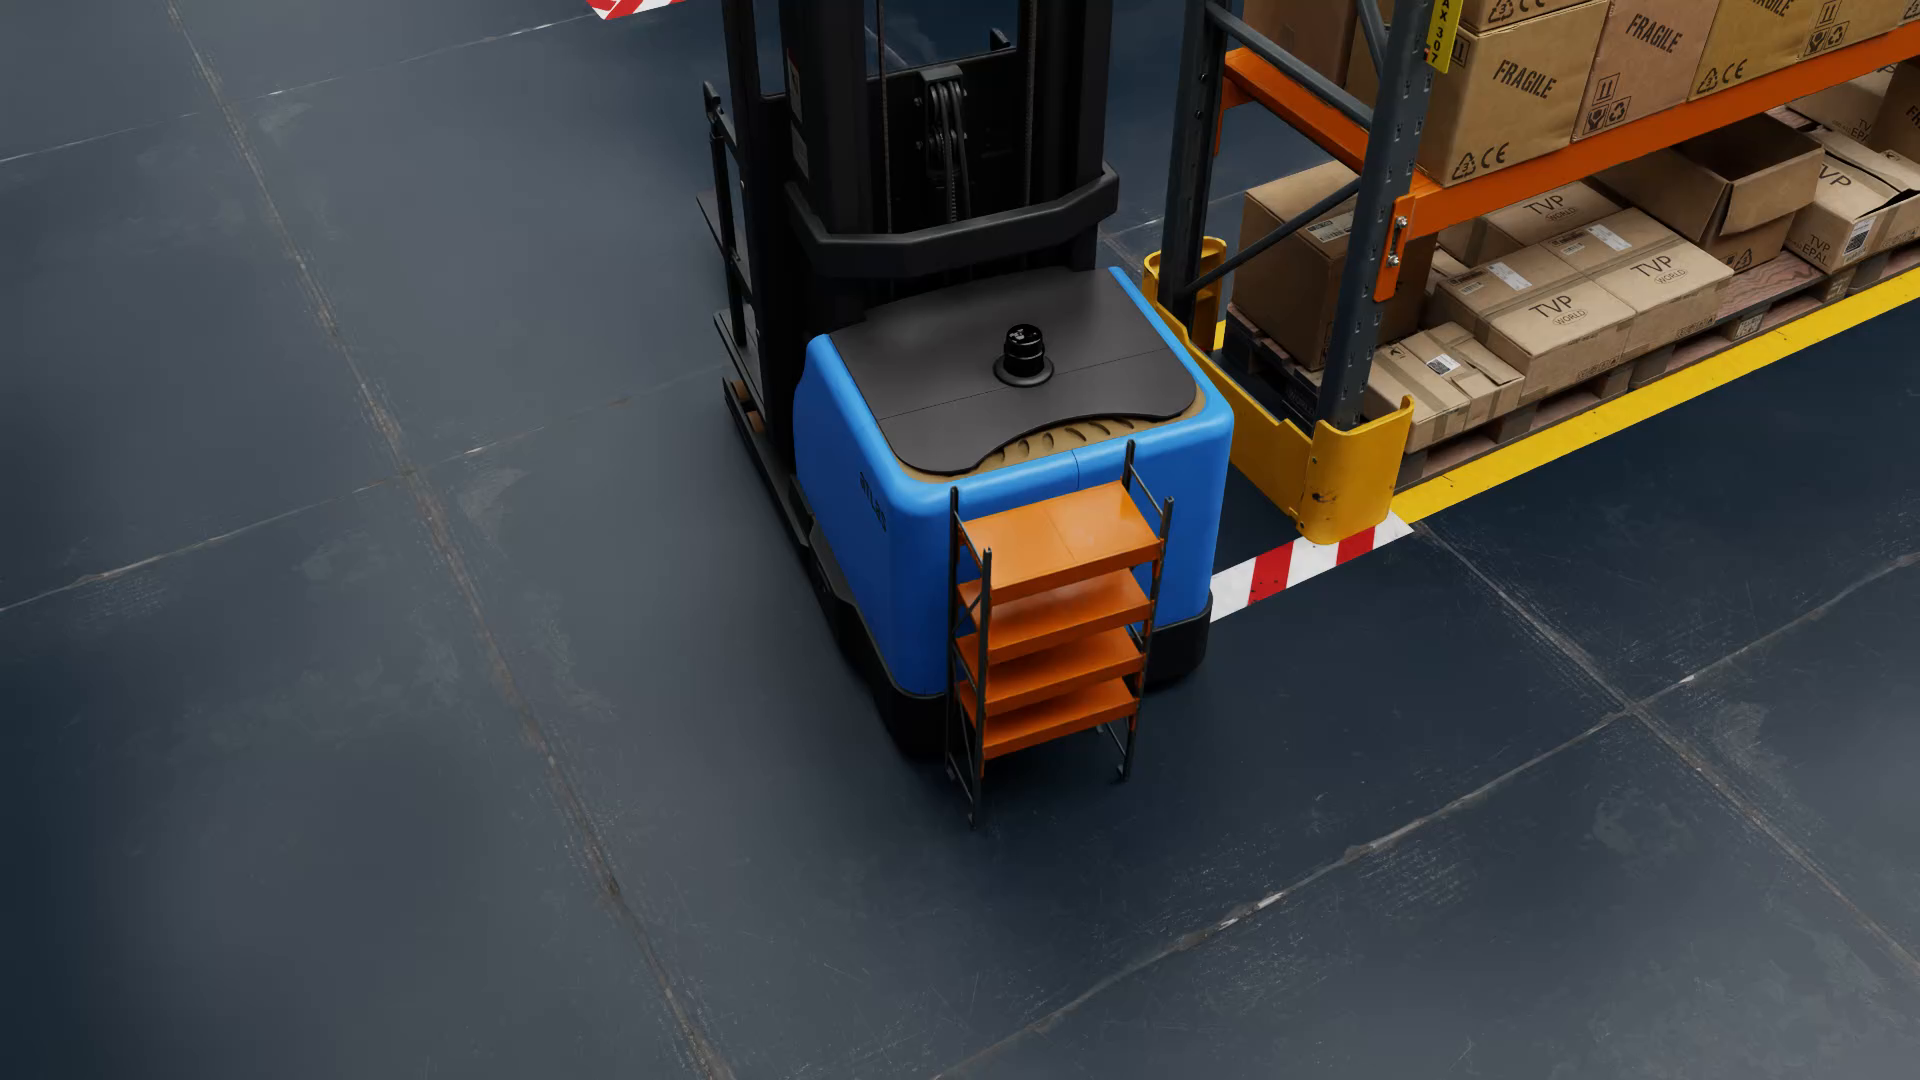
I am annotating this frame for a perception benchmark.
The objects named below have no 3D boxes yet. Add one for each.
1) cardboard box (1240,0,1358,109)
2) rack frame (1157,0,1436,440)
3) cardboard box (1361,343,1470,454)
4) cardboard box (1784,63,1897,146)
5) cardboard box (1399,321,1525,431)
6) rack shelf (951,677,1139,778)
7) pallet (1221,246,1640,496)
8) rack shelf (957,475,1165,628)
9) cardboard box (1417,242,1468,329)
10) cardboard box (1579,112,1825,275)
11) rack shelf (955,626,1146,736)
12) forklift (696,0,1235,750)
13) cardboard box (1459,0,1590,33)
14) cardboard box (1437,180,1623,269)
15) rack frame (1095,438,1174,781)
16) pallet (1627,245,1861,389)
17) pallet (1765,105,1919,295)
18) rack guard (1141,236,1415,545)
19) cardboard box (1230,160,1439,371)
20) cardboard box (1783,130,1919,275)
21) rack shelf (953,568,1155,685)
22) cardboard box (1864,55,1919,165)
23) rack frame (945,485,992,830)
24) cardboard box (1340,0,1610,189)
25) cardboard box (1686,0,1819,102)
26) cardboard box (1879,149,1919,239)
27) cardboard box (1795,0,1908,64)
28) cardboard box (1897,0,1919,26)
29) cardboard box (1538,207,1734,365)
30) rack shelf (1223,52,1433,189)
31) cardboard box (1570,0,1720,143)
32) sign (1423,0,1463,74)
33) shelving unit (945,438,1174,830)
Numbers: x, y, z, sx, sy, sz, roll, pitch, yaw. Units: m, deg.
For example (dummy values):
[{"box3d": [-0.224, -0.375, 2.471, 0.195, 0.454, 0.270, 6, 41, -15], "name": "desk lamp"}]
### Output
[{"box3d": [1.276, -1.783, 5.362, 0.500, 0.500, 0.500, -20, 48, -20], "name": "cardboard box"}, {"box3d": [1.024, -1.428, 5.067, 0.127, 3.000, 1.000, -22, 48, -21], "name": "rack frame"}, {"box3d": [1.558, -0.500, 5.843, 0.250, 0.149, 0.380, -22, 48, -21], "name": "cardboard box"}, {"box3d": [4.020, -1.993, 7.265, 0.500, 0.311, 0.500, -22, 48, -21], "name": "cardboard box"}, {"box3d": [1.775, -0.593, 5.926, 0.250, 0.166, 0.380, -22, 48, -21], "name": "cardboard box"}, {"box3d": [0.238, 0.475, 4.770, 0.480, 0.148, 0.258, -15, 49, -15], "name": "rack shelf"}, {"box3d": [1.780, -0.730, 6.351, 1.213, 0.211, 1.003, -22, 48, -21], "name": "pallet"}, {"box3d": [0.250, 0.026, 4.289, 0.480, 0.148, 0.258, -15, 49, -15], "name": "rack shelf"}, {"box3d": [1.768, -0.992, 6.337, 0.250, 0.166, 0.380, -22, 48, -21], "name": "cardboard box"}, {"box3d": [2.865, -1.422, 6.539, 0.637, 0.503, 0.797, -22, 48, -21], "name": "cardboard box"}, {"box3d": [0.241, 0.340, 4.625, 0.480, 0.148, 0.258, -15, 49, -15], "name": "rack shelf"}, {"box3d": [-0.230, -1.461, 5.150, 1.130, 2.935, 3.031, -15, 46, -15], "name": "forklift"}, {"box3d": [1.540, -1.817, 4.679, 0.500, 0.500, 0.500, -20, 48, -20], "name": "cardboard box"}, {"box3d": [2.211, -1.248, 6.540, 0.500, 0.250, 0.500, -22, 48, -21], "name": "cardboard box"}, {"box3d": [0.470, 0.232, 4.640, 0.015, 1.200, 0.240, -15, 49, -15], "name": "rack frame"}, {"box3d": [2.837, -1.151, 6.784, 1.213, 0.211, 1.003, -22, 48, -21], "name": "pallet"}, {"box3d": [3.896, -1.577, 7.223, 1.213, 0.211, 1.003, -22, 48, -21], "name": "pallet"}, {"box3d": [1.089, -0.557, 5.965, 0.348, 0.500, 1.175, -22, 48, -21], "name": "rack guard"}, {"box3d": [1.372, -1.026, 6.132, 0.500, 0.500, 0.500, -22, 48, -21], "name": "cardboard box"}, {"box3d": [3.489, -1.379, 6.632, 0.500, 0.311, 0.500, -22, 48, -21], "name": "cardboard box"}, {"box3d": [0.246, 0.187, 4.462, 0.480, 0.148, 0.258, -15, 49, -15], "name": "rack shelf"}, {"box3d": [4.139, -1.707, 6.834, 0.500, 0.500, 0.500, -22, 48, -21], "name": "cardboard box"}, {"box3d": [0.016, 0.356, 4.512, 0.015, 1.200, 0.240, -15, 49, -15], "name": "rack frame"}, {"box3d": [1.540, -1.458, 5.027, 0.500, 0.500, 0.500, -21, 48, -20], "name": "cardboard box"}, {"box3d": [2.421, -1.813, 5.392, 0.500, 0.500, 0.500, -22, 48, -21], "name": "cardboard box"}, {"box3d": [3.844, -1.415, 6.785, 0.250, 0.149, 0.380, -22, 48, -21], "name": "cardboard box"}, {"box3d": [2.855, -1.985, 5.570, 0.500, 0.500, 0.500, -21, 48, -20], "name": "cardboard box"}, {"box3d": [3.296, -2.164, 5.754, 0.500, 0.500, 0.500, -21, 48, -20], "name": "cardboard box"}, {"box3d": [2.503, -0.963, 6.247, 0.500, 0.250, 0.500, -22, 48, -21], "name": "cardboard box"}, {"box3d": [2.758, -1.933, 5.965, 3.809, 0.124, 0.919, -22, 48, -21], "name": "rack shelf"}, {"box3d": [1.984, -1.640, 5.215, 0.500, 0.500, 0.500, -22, 48, -21], "name": "cardboard box"}, {"box3d": [1.294, -1.411, 4.428, 0.005, 0.325, 0.100, -22, 48, -21], "name": "sign"}, {"box3d": [0.243, 0.294, 4.576, 0.503, 1.200, 0.258, -15, 49, -15], "name": "shelving unit"}]
